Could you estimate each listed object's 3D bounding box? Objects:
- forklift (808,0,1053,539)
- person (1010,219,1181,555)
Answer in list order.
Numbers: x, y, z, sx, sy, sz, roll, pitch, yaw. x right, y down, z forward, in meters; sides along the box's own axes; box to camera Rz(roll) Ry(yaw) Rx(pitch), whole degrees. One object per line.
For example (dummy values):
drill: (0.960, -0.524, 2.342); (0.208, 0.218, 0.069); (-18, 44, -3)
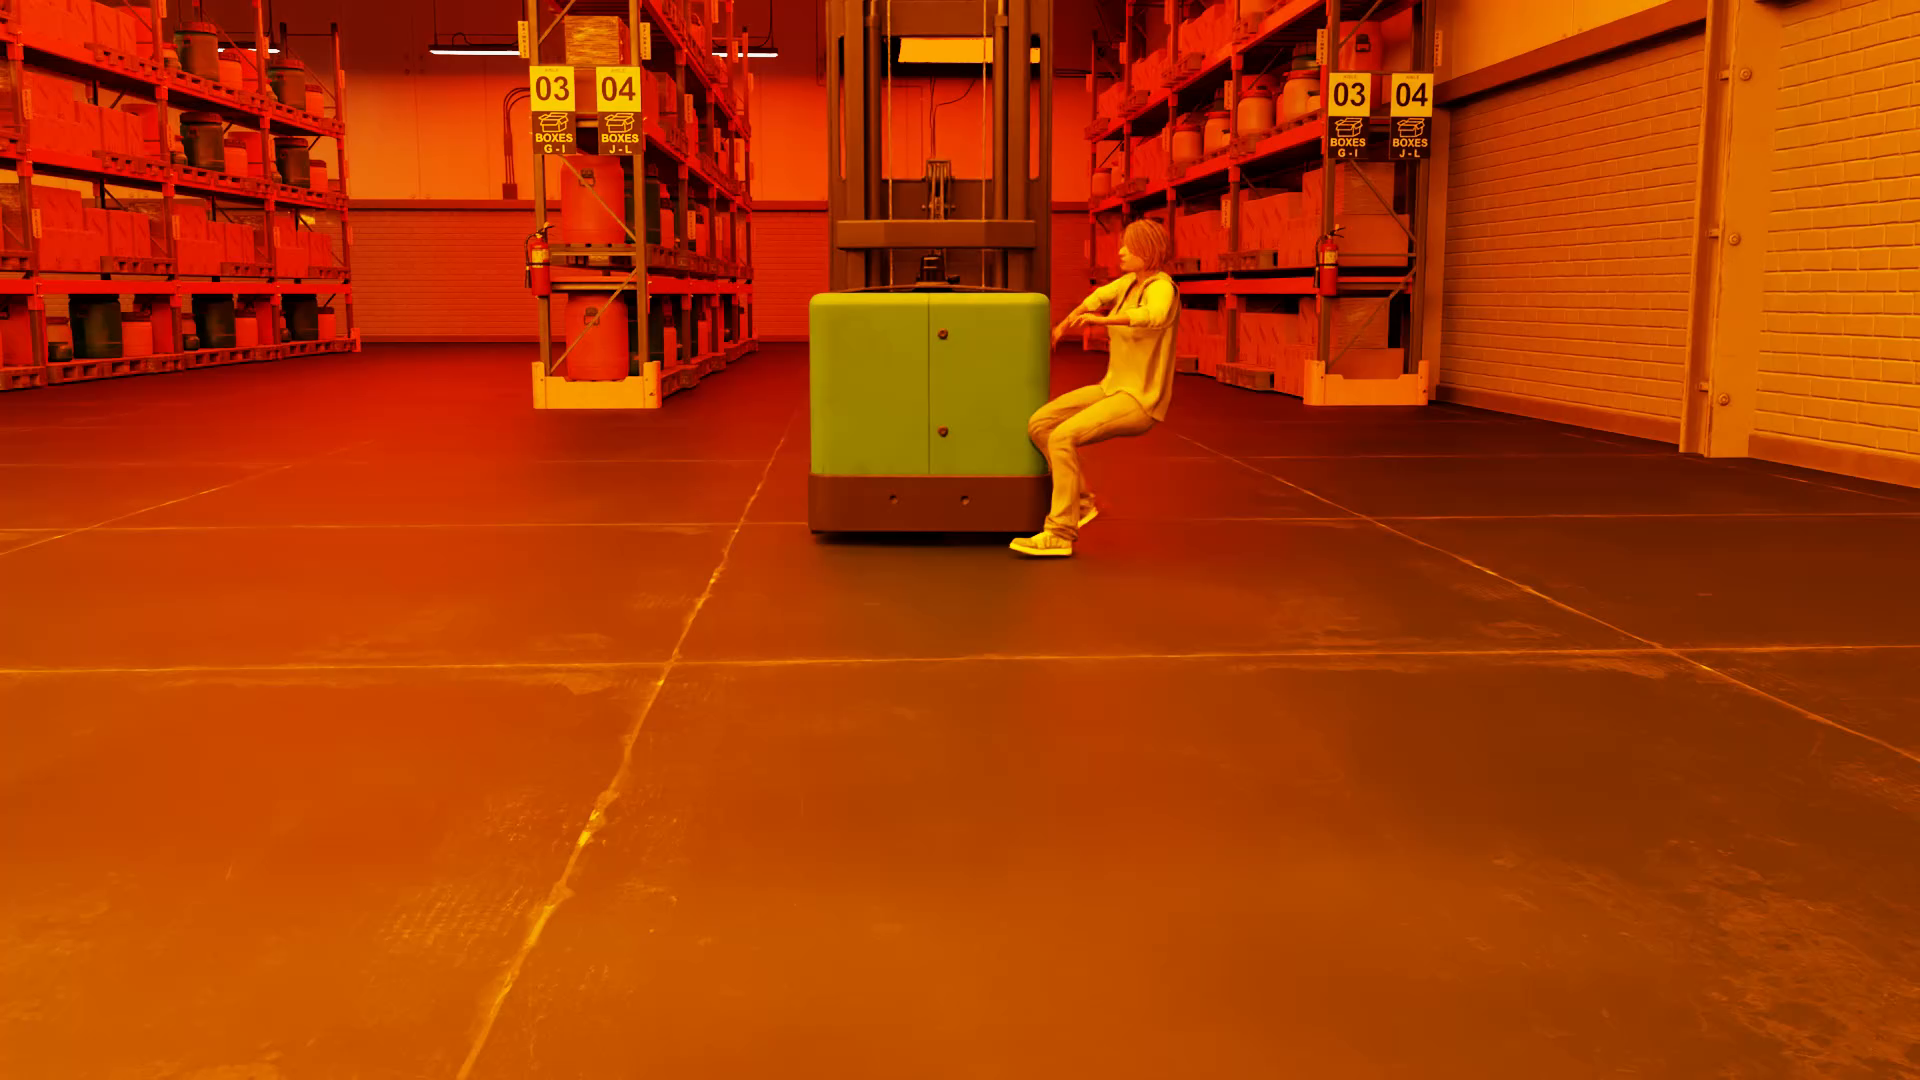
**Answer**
forklift: (-0.090, -1.636, 8.347); (1.130, 2.935, 3.031); (0, 8, 1)
person: (0.522, -0.640, 6.901); (0.754, 1.365, 0.906); (-4, 9, -24)
